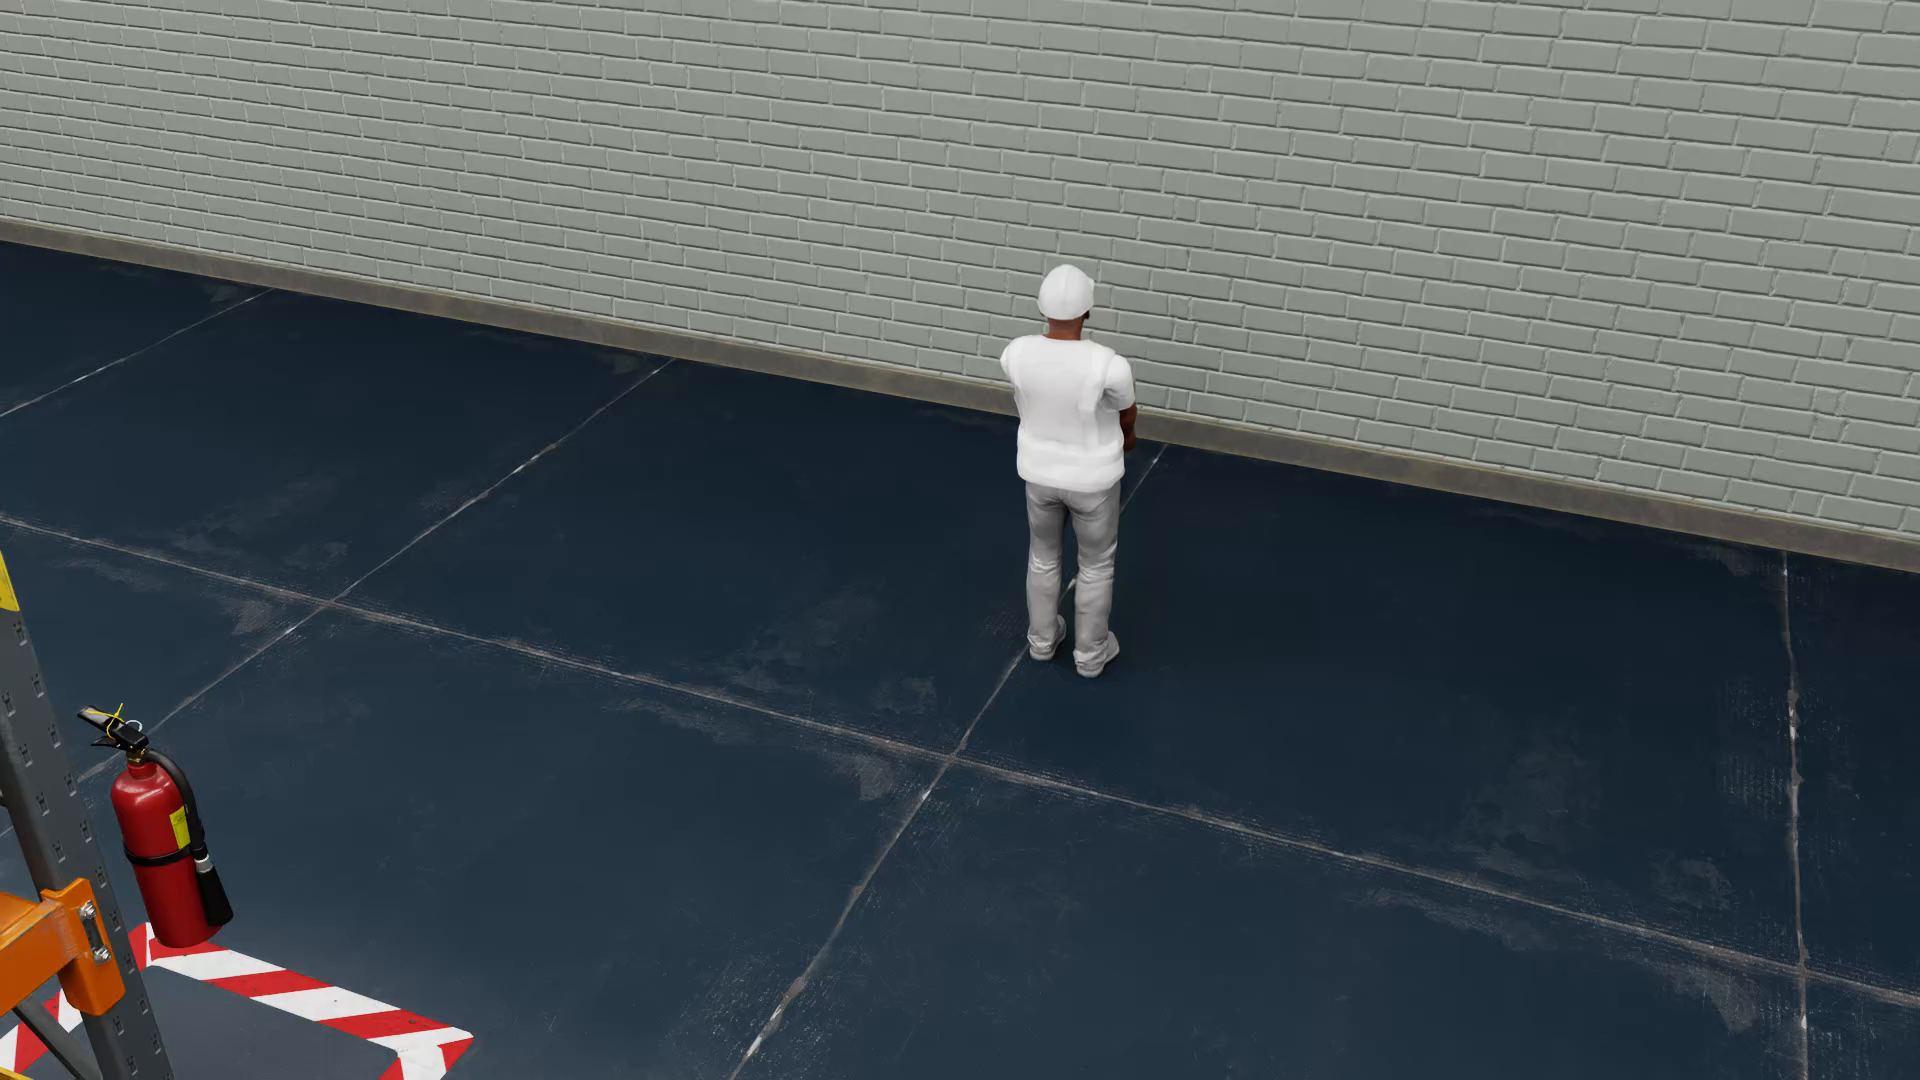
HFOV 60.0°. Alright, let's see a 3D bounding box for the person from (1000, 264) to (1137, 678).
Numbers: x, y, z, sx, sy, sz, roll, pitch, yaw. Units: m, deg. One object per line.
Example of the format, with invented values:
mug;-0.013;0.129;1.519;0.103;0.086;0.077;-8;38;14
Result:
person;0.458;-0.304;6.650;0.502;1.759;0.577;12;31;20
